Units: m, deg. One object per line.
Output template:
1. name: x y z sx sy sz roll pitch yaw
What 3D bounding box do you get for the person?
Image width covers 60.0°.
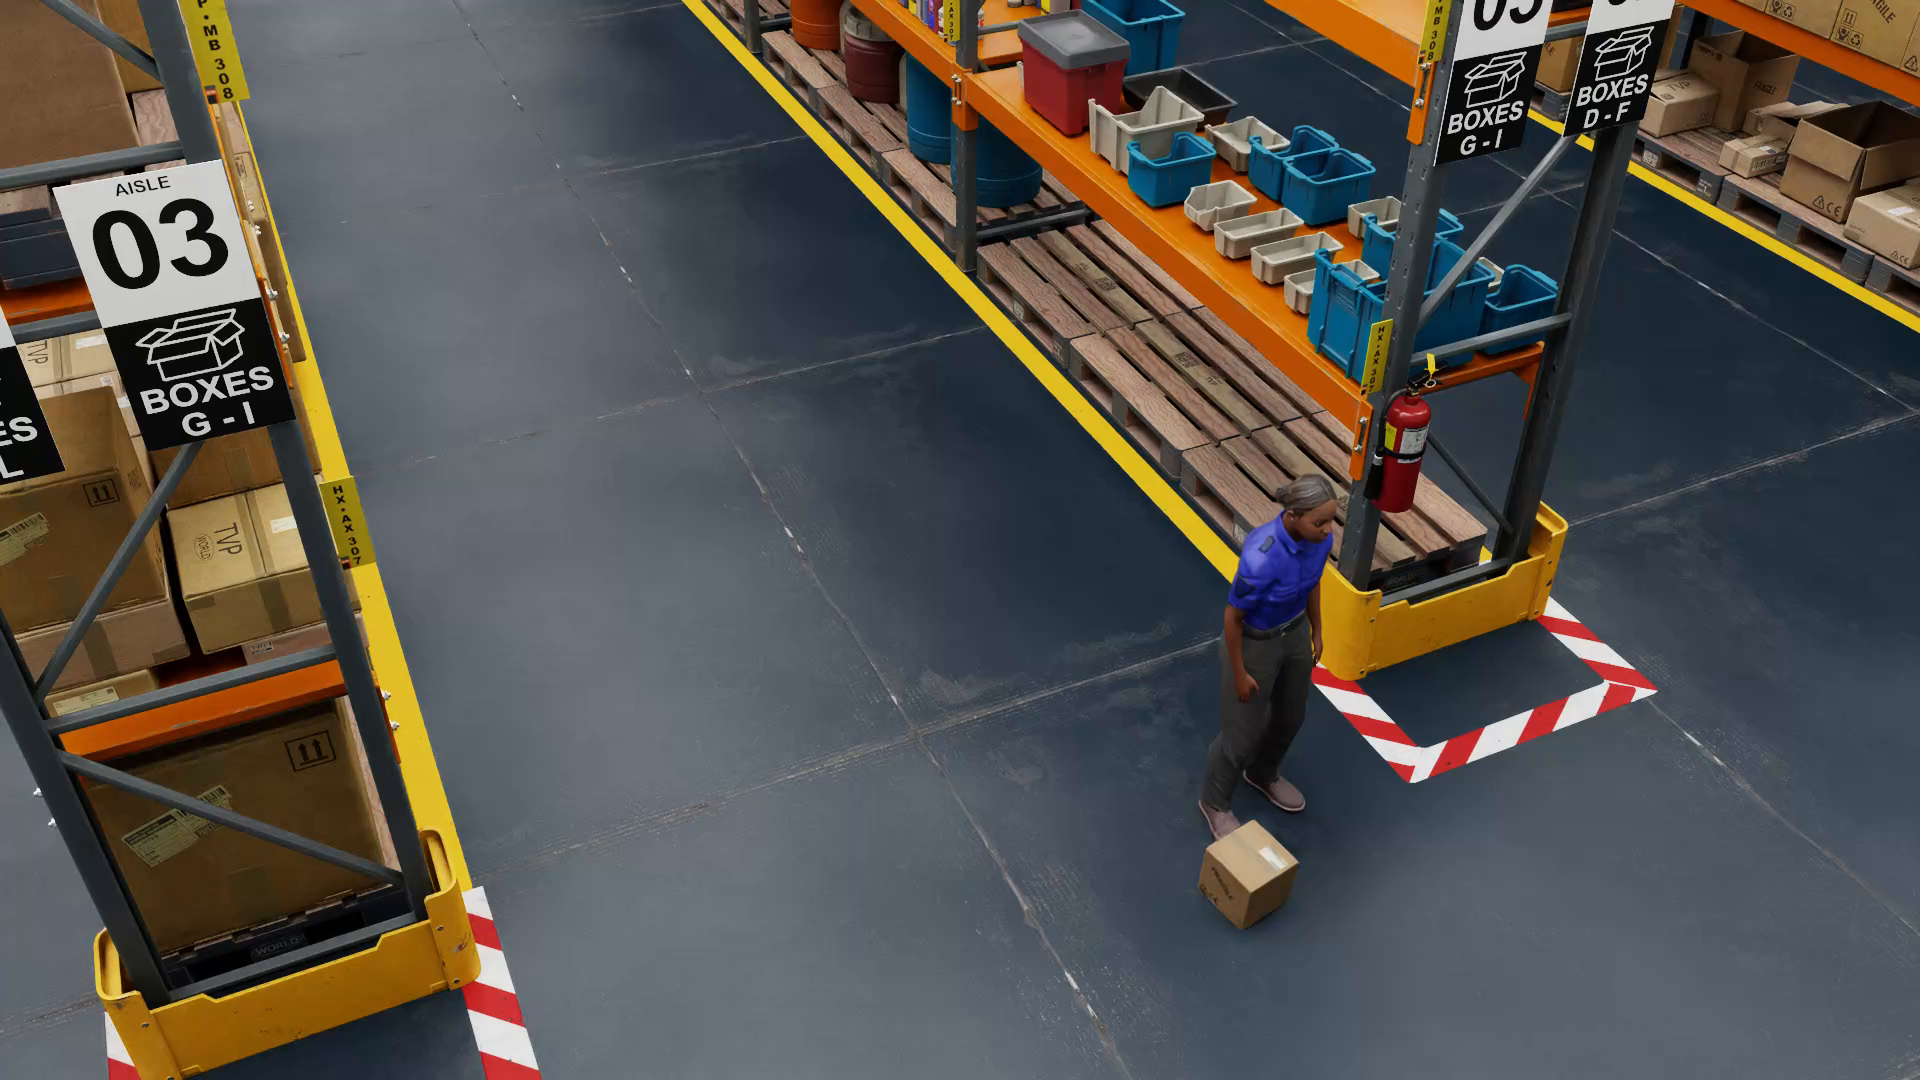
1. person: 1.180 0.420 6.309 0.503 1.656 0.345 -24 44 -28
